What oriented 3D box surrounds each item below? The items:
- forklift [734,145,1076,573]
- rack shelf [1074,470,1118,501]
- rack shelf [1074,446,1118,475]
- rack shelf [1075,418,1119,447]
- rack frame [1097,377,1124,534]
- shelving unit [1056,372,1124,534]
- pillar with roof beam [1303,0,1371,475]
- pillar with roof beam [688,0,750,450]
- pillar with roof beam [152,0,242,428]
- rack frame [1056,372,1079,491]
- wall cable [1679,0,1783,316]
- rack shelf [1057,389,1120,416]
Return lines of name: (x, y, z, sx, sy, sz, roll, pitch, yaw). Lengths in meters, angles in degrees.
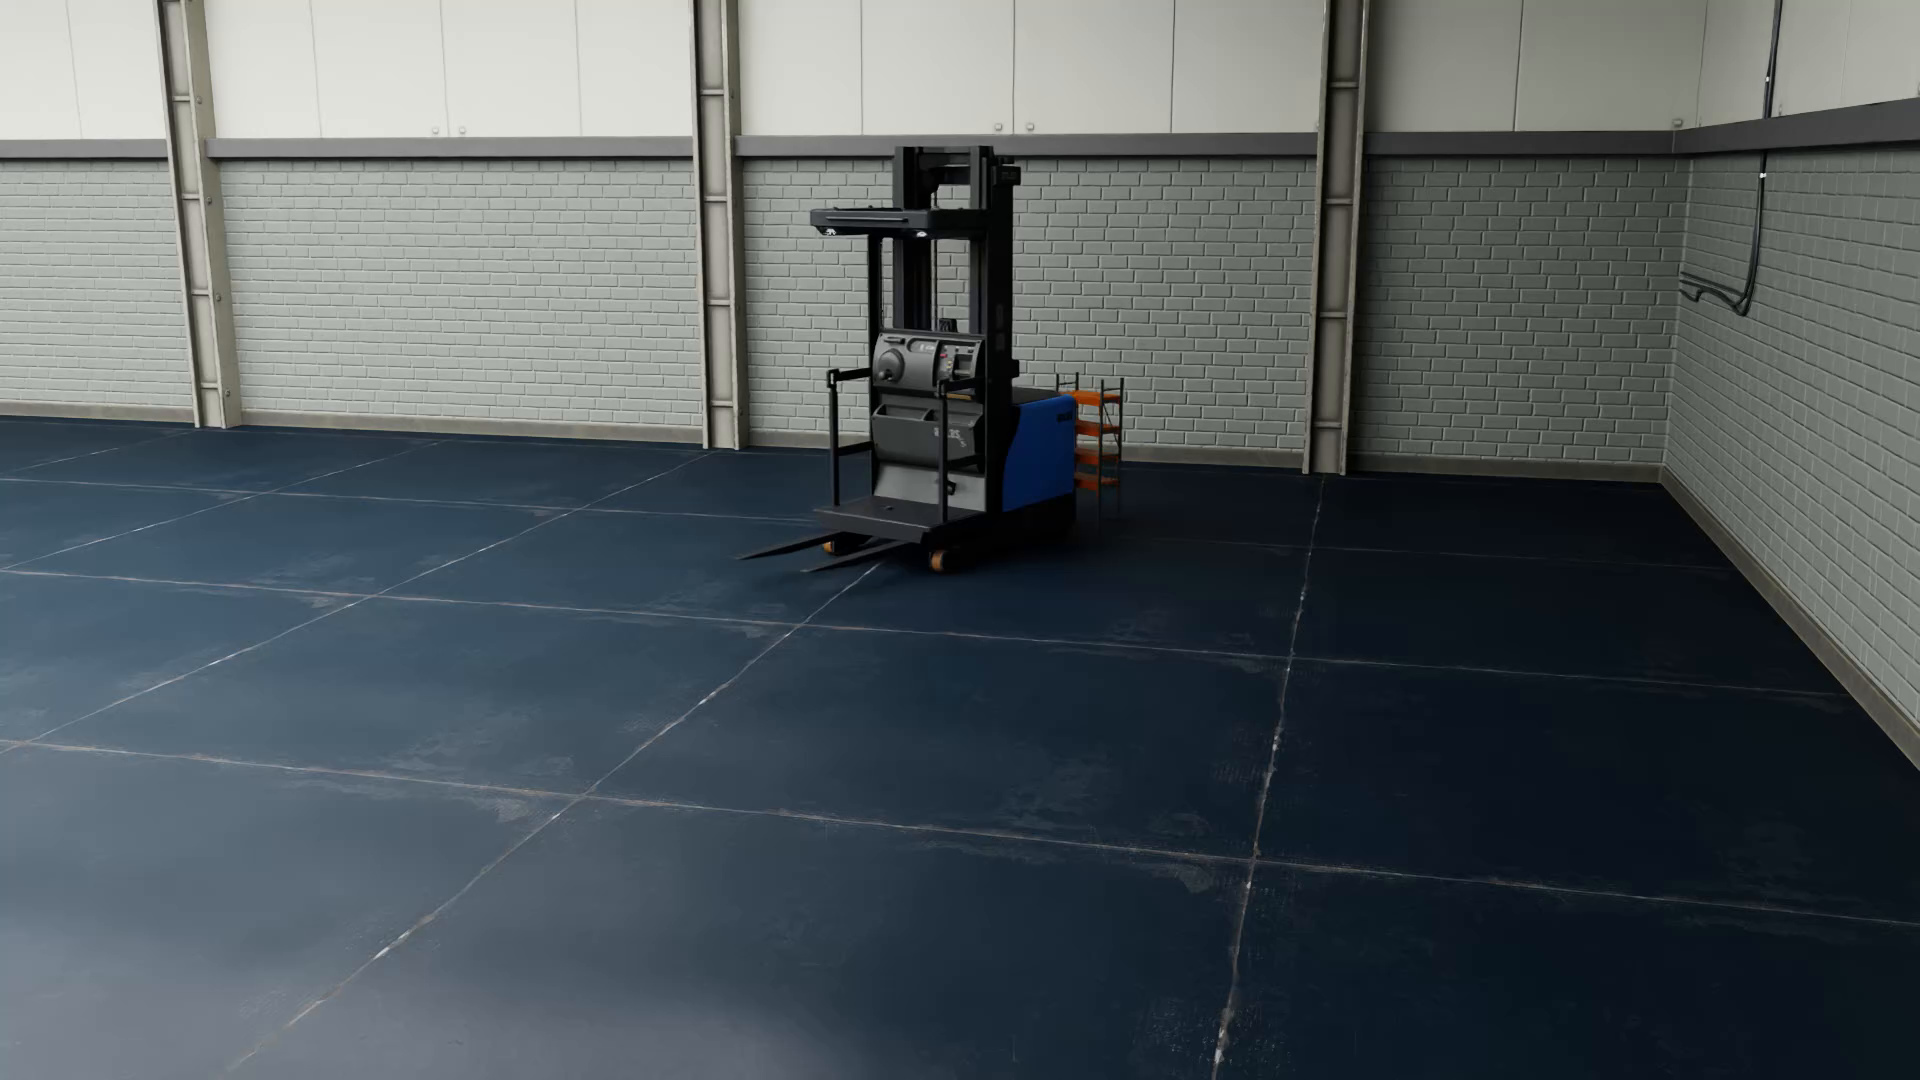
forklift: (-0.363, -1.316, 11.899, 1.130, 2.935, 3.031, 9, 15, 35)
rack shelf: (1.002, -0.433, 13.136, 0.258, 0.148, 0.480, -10, 16, -40)
rack shelf: (1.004, -0.628, 13.095, 0.258, 0.148, 0.480, -10, 16, -40)
rack shelf: (1.006, -0.846, 13.048, 0.258, 0.148, 0.480, -10, 16, -40)
rack frame: (1.165, -0.654, 12.902, 0.240, 1.200, 0.015, -10, 16, -40)
shelving unit: (1.004, -0.693, 13.081, 0.258, 1.200, 0.503, -10, 16, -40)
pillar with roof beam: (2.402, -4.134, 10.591, 0.400, 9.000, 9.100, 3, 13, 14)
pillar with roof beam: (-3.424, -4.445, 11.994, 0.400, 9.000, 9.100, 3, 13, 14)
pillar with roof beam: (-9.249, -4.757, 13.398, 0.400, 9.000, 9.100, 3, 13, 14)
rack frame: (0.844, -0.733, 13.260, 0.240, 1.200, 0.015, -10, 16, -40)
wall cable: (5.976, -3.092, 13.065, 0.112, 2.526, 3.097, 3, 13, 14)
rack shelf: (1.008, -1.078, 12.999, 0.258, 0.148, 0.480, -10, 16, -40)
